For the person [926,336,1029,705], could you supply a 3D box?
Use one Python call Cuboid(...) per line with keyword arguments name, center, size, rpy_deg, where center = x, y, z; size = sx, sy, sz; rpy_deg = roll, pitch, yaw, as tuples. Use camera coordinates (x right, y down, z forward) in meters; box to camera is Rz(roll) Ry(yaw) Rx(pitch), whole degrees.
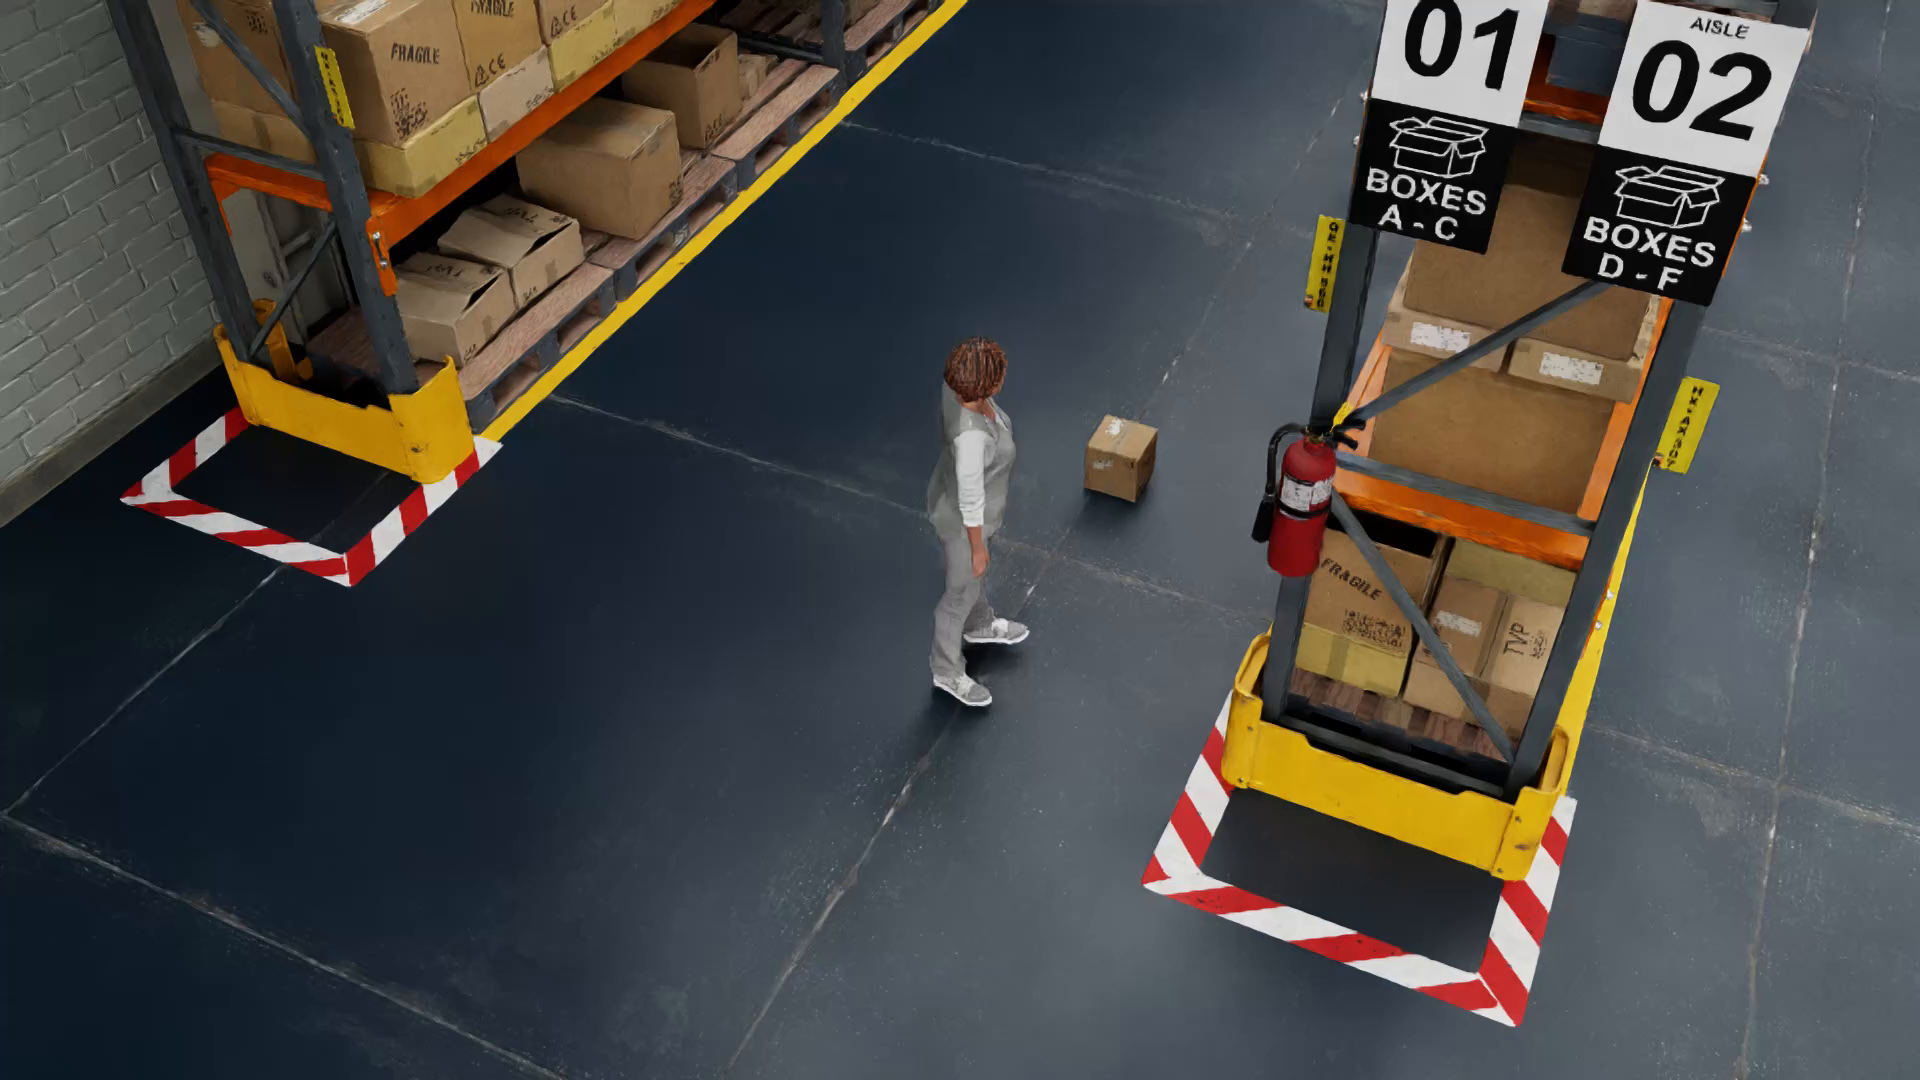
Cuboid(name="person", center=(0.082, -0.088, 6.225), size=(0.414, 1.603, 0.491), rpy_deg=(-2, 43, -2))
